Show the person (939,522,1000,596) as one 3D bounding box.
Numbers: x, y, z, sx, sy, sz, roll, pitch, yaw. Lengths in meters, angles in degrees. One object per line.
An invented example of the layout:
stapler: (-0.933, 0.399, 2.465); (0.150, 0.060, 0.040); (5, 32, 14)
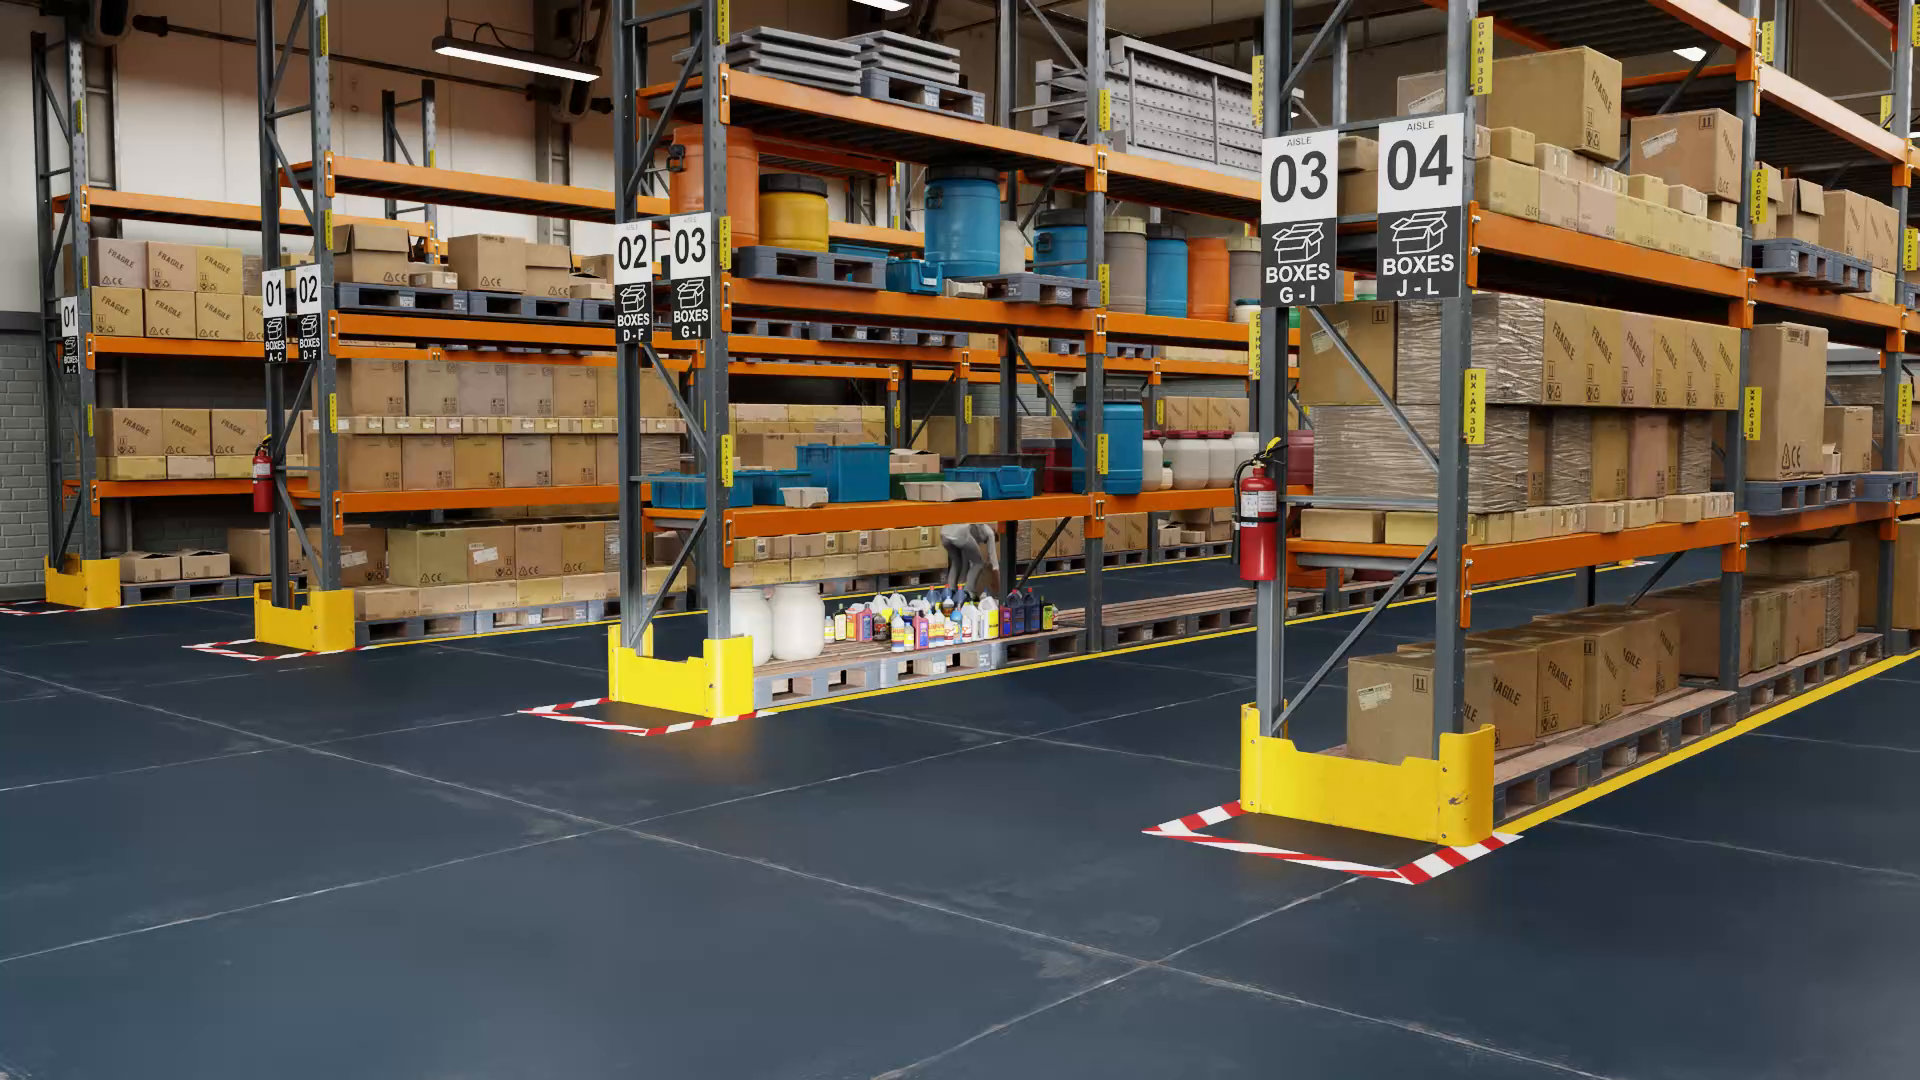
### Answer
person: (0.129, 0.211, 17.386); (0.405, 0.958, 0.868); (3, 5, 38)
